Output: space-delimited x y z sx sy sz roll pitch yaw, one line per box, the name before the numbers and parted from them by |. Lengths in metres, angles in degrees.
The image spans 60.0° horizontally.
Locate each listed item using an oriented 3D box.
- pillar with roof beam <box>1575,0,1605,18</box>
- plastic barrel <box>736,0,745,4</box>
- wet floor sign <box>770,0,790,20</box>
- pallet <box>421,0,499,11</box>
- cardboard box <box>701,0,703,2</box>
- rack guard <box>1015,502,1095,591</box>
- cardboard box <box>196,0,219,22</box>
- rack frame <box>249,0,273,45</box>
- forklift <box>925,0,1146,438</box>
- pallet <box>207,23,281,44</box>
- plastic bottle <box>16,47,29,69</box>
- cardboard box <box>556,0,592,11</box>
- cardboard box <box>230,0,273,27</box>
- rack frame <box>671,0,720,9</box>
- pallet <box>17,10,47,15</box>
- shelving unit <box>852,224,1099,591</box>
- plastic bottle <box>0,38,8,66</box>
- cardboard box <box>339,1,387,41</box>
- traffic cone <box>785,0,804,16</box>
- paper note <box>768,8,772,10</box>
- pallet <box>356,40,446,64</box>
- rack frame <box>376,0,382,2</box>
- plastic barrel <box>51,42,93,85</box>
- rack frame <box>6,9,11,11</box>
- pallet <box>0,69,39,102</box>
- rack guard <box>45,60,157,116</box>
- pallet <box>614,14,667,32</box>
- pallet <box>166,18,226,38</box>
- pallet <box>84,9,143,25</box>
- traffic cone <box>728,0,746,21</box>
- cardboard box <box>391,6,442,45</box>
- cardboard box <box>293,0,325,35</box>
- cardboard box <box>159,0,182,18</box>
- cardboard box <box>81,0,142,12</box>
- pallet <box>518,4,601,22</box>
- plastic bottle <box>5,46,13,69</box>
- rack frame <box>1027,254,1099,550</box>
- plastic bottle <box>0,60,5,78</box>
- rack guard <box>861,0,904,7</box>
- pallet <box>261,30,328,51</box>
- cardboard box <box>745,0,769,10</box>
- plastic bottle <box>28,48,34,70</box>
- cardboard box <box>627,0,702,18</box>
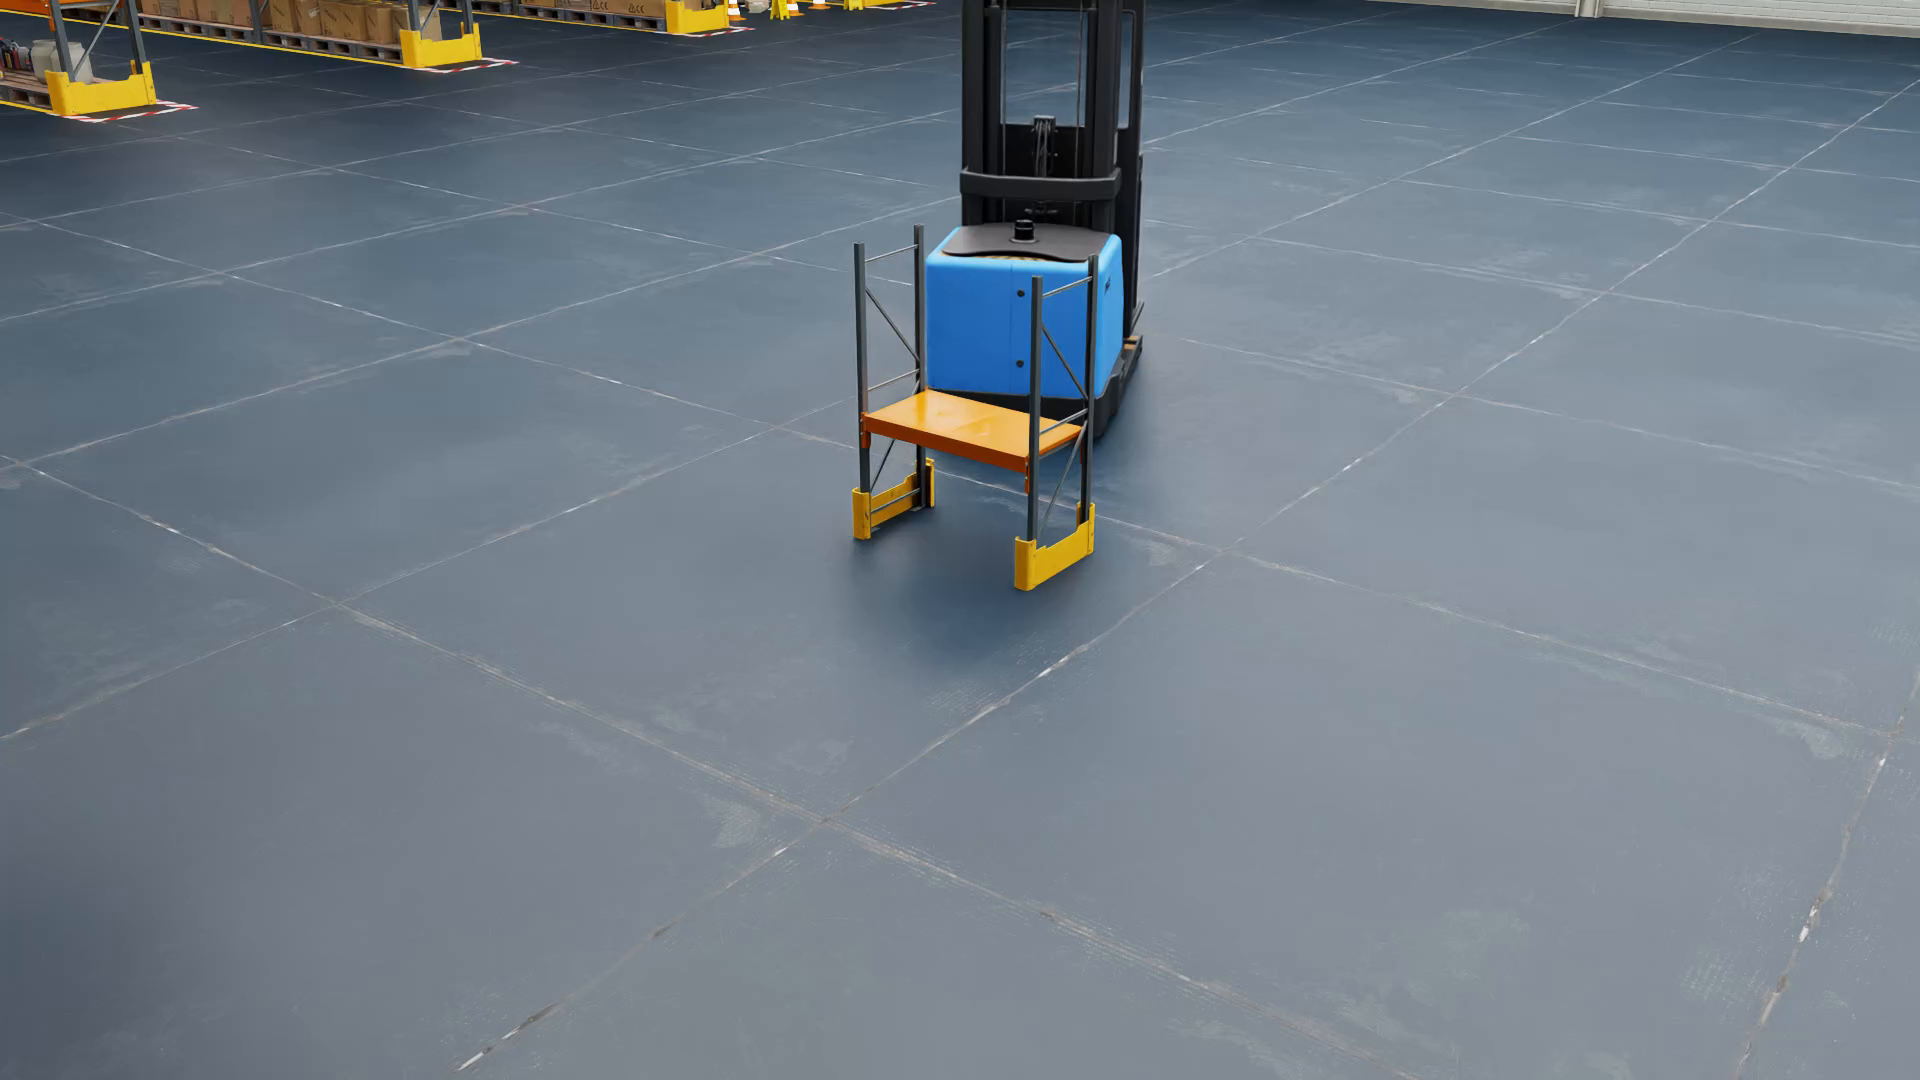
pillar with roof beam | 8.514 -11.973 24.388 0.400 9.000 9.100 17 29 33
plastic barrel | -4.025 -10.289 31.201 0.512 0.421 0.421 -5 24 -12
wet floor sign | -3.141 -9.390 28.885 0.232 0.644 0.267 12 26 24
pallet | -9.196 -9.984 30.772 1.213 0.211 1.003 17 29 33
cardboard box | -5.141 -10.208 30.750 0.503 0.637 0.797 17 29 33
rack guard | 0.459 0.024 8.008 0.087 0.250 0.587 17 29 33
cardboard box | -11.905 -8.697 26.946 0.500 0.500 0.700 14 27 29
rack frame | -10.608 -9.227 25.595 0.127 3.000 1.000 17 29 33
forklift | 0.604 -2.484 10.375 1.130 2.935 3.031 5 24 11
pallet | -11.232 -8.139 26.584 1.213 0.211 1.003 17 29 33
plastic bottle | -12.351 -6.356 21.912 0.135 0.276 0.152 17 29 34
cardboard box | -6.368 -9.632 28.627 0.875 0.875 0.875 17 29 34
cardboard box | -11.087 -8.440 26.363 0.500 0.500 0.700 14 28 29
rack frame | -4.352 -9.836 26.977 0.127 3.000 1.000 17 29 33
pallet | -16.347 -9.724 30.180 1.213 0.211 1.003 17 29 33
shelving unit | 0.061 -0.668 8.029 1.083 1.500 0.587 17 29 33
plastic bottle | -12.737 -6.509 22.166 0.185 0.351 0.144 15 28 31
cardboard box | -8.886 -7.756 24.835 0.500 0.500 0.500 20 31 38
traffic cone | -2.975 -9.544 29.460 0.334 0.463 0.336 17 29 33
paper note | -3.414 -9.685 30.317 0.142 0.019 0.148 7 25 15
pallet | -8.097 -7.210 24.476 1.213 0.211 1.003 17 29 33
rack frame | -10.753 -11.770 31.367 0.127 3.000 1.000 17 29 33
plastic barrel | -10.950 -5.850 20.495 0.421 0.512 0.421 0 24 0
rack frame | -17.010 -11.162 29.986 0.127 3.000 1.000 17 29 33
pallet | -12.086 -5.883 21.462 1.213 0.211 1.003 17 29 33
rack guard | -10.467 -5.521 20.284 0.348 0.500 1.175 17 29 33
pallet | -5.039 -8.728 27.920 1.213 0.211 1.003 17 29 33
pallet | -12.212 -8.434 27.253 1.213 0.211 1.003 17 29 33
pallet | -14.395 -9.133 28.841 1.213 0.211 1.003 17 29 33
traffic cone | -3.925 -9.262 28.819 0.334 0.463 0.336 17 29 33
cardboard box | -7.897 -7.465 24.174 0.500 0.500 0.500 -20 31 -38
cardboard box | -9.849 -8.030 25.457 0.500 0.500 0.500 -16 28 -31
cardboard box | -12.809 -8.966 27.558 0.500 0.500 0.700 14 27 29
cardboard box | -14.349 -9.588 28.528 0.875 0.875 1.225 15 28 31
pallet | -6.991 -9.318 29.260 1.213 0.211 1.003 17 29 33
plastic bottle | -12.519 -6.361 21.913 0.133 0.283 0.061 17 29 33
rack frame | 0.475 -0.543 7.745 0.032 1.500 0.500 17 29 33
plastic bottle | -12.232 -6.027 21.156 0.133 0.283 0.061 17 29 33
rack guard | -1.525 -10.332 31.202 0.348 0.500 1.175 17 29 33
pallet | -10.050 -7.800 25.815 1.213 0.211 1.003 17 29 33
cardboard box | -3.724 -9.818 30.471 0.380 0.149 0.250 -10 26 -21
plastic bottle | -12.158 -6.310 21.812 0.097 0.271 0.097 0 24 0
cardboard box | -4.934 -9.198 27.644 0.875 0.875 0.875 17 29 34
